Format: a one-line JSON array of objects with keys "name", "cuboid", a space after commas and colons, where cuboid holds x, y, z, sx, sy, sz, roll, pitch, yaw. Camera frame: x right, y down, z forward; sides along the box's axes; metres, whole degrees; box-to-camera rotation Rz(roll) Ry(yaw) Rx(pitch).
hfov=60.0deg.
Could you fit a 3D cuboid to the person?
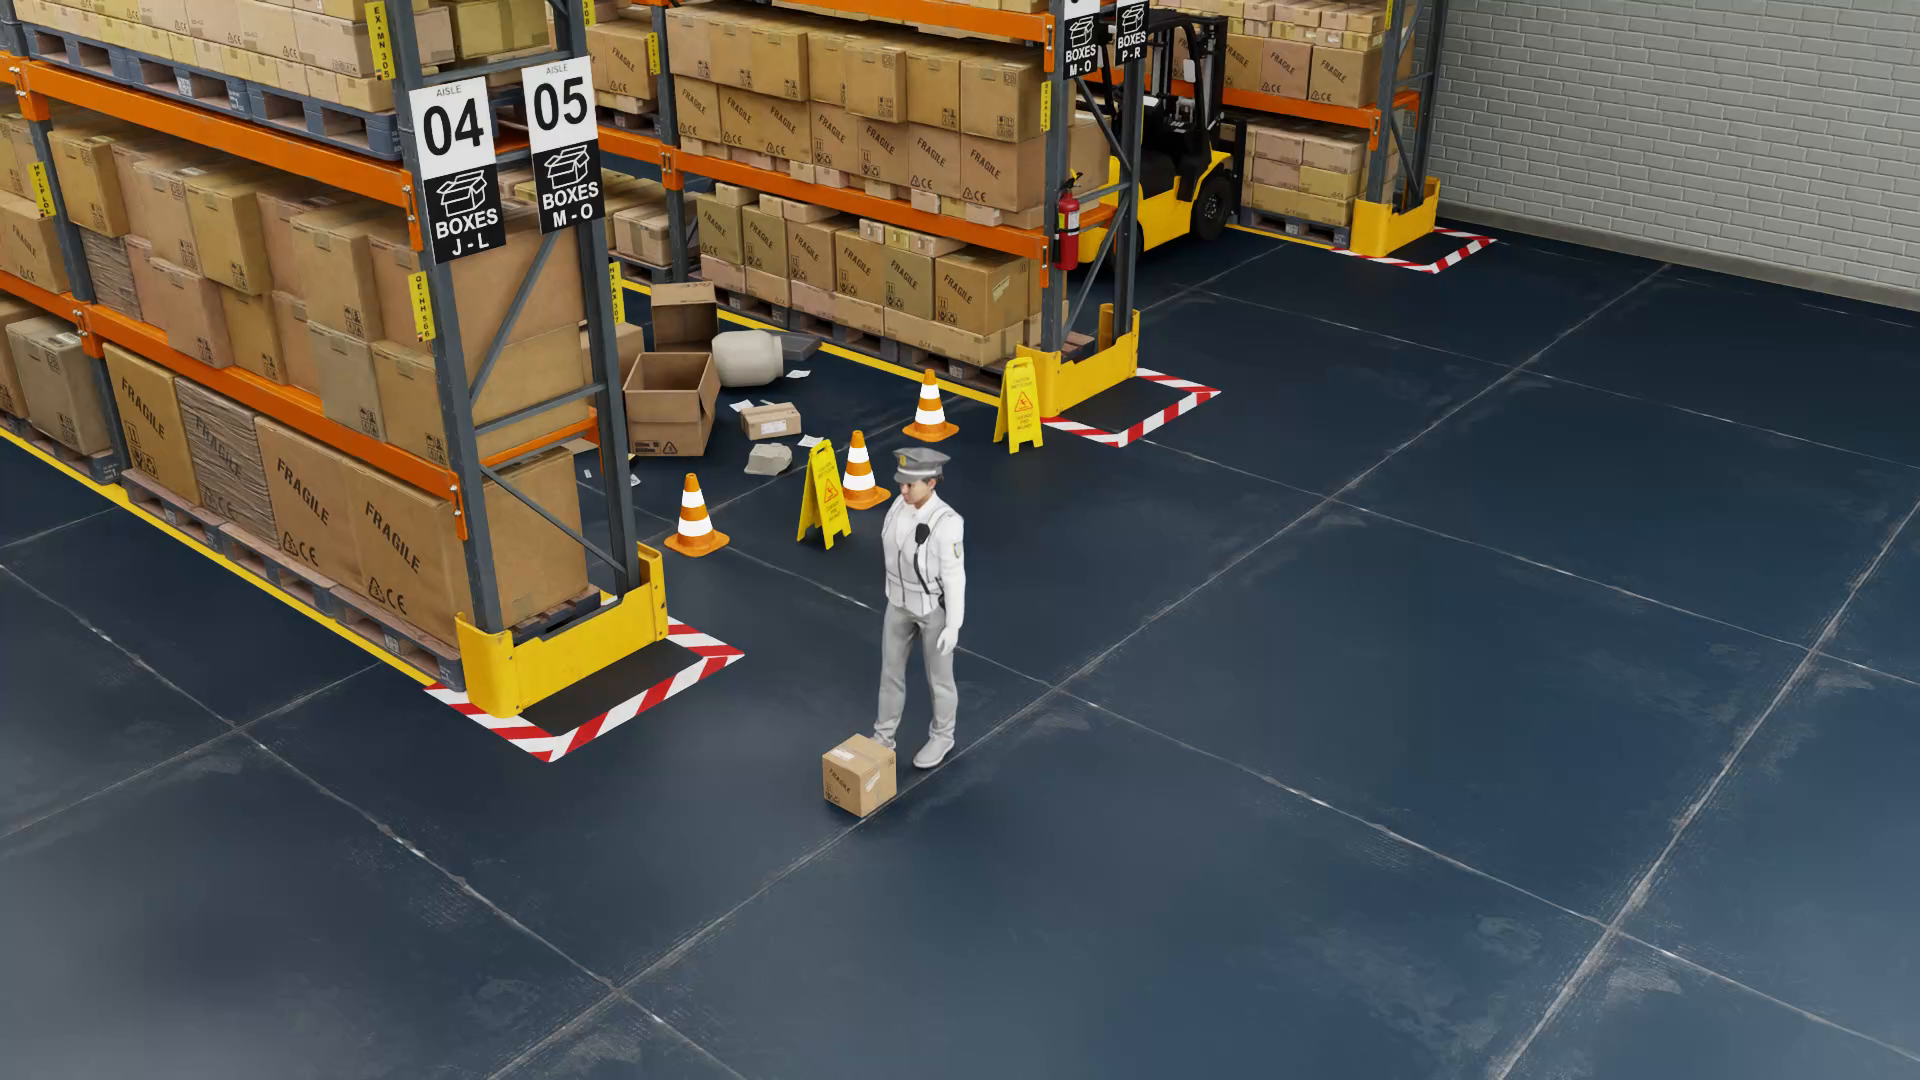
[{"name": "person", "cuboid": [-0.225, 0.365, 7.893, 0.502, 1.680, 0.508, 21, 34, 35]}]
